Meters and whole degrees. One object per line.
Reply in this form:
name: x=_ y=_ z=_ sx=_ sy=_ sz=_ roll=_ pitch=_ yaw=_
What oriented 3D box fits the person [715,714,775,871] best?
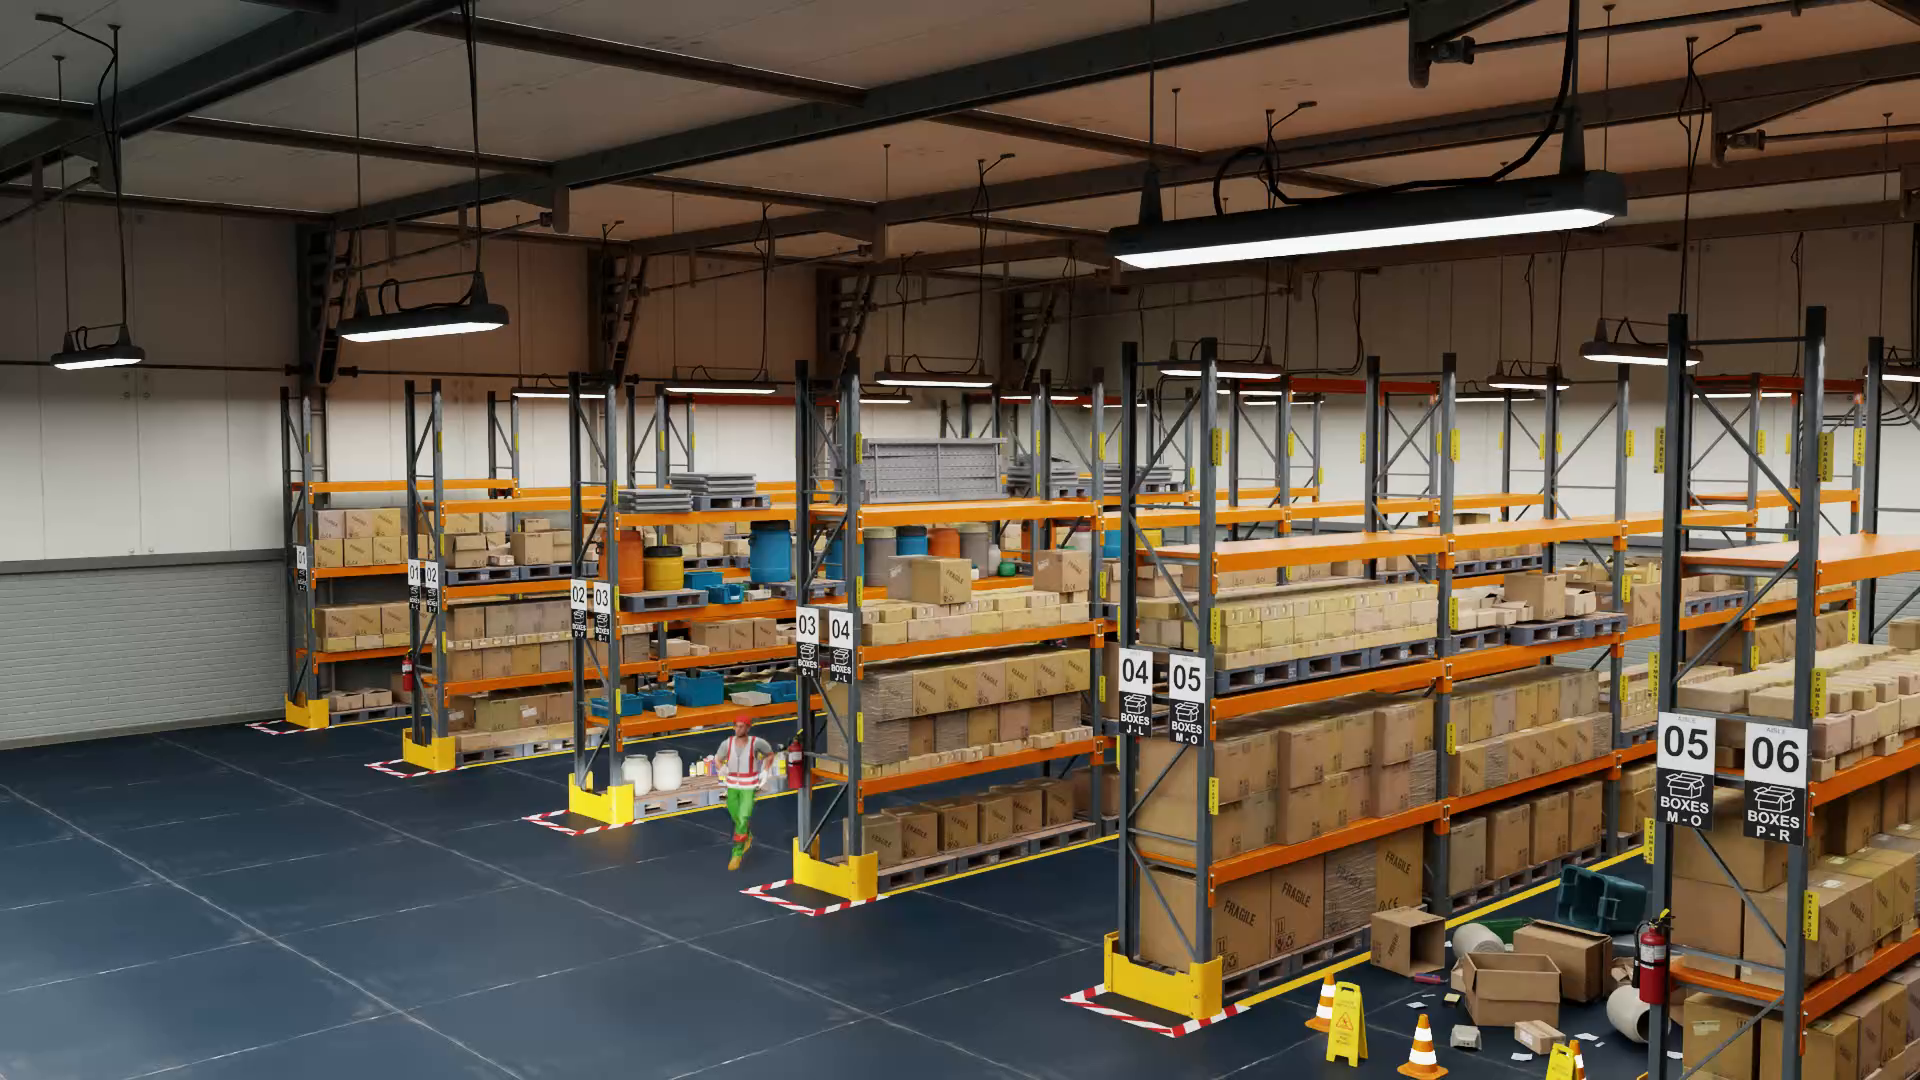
person: x=-2.614 y=2.998 z=20.028 sx=0.645 sy=1.837 sz=0.865 roll=1 pitch=4 yaw=15
